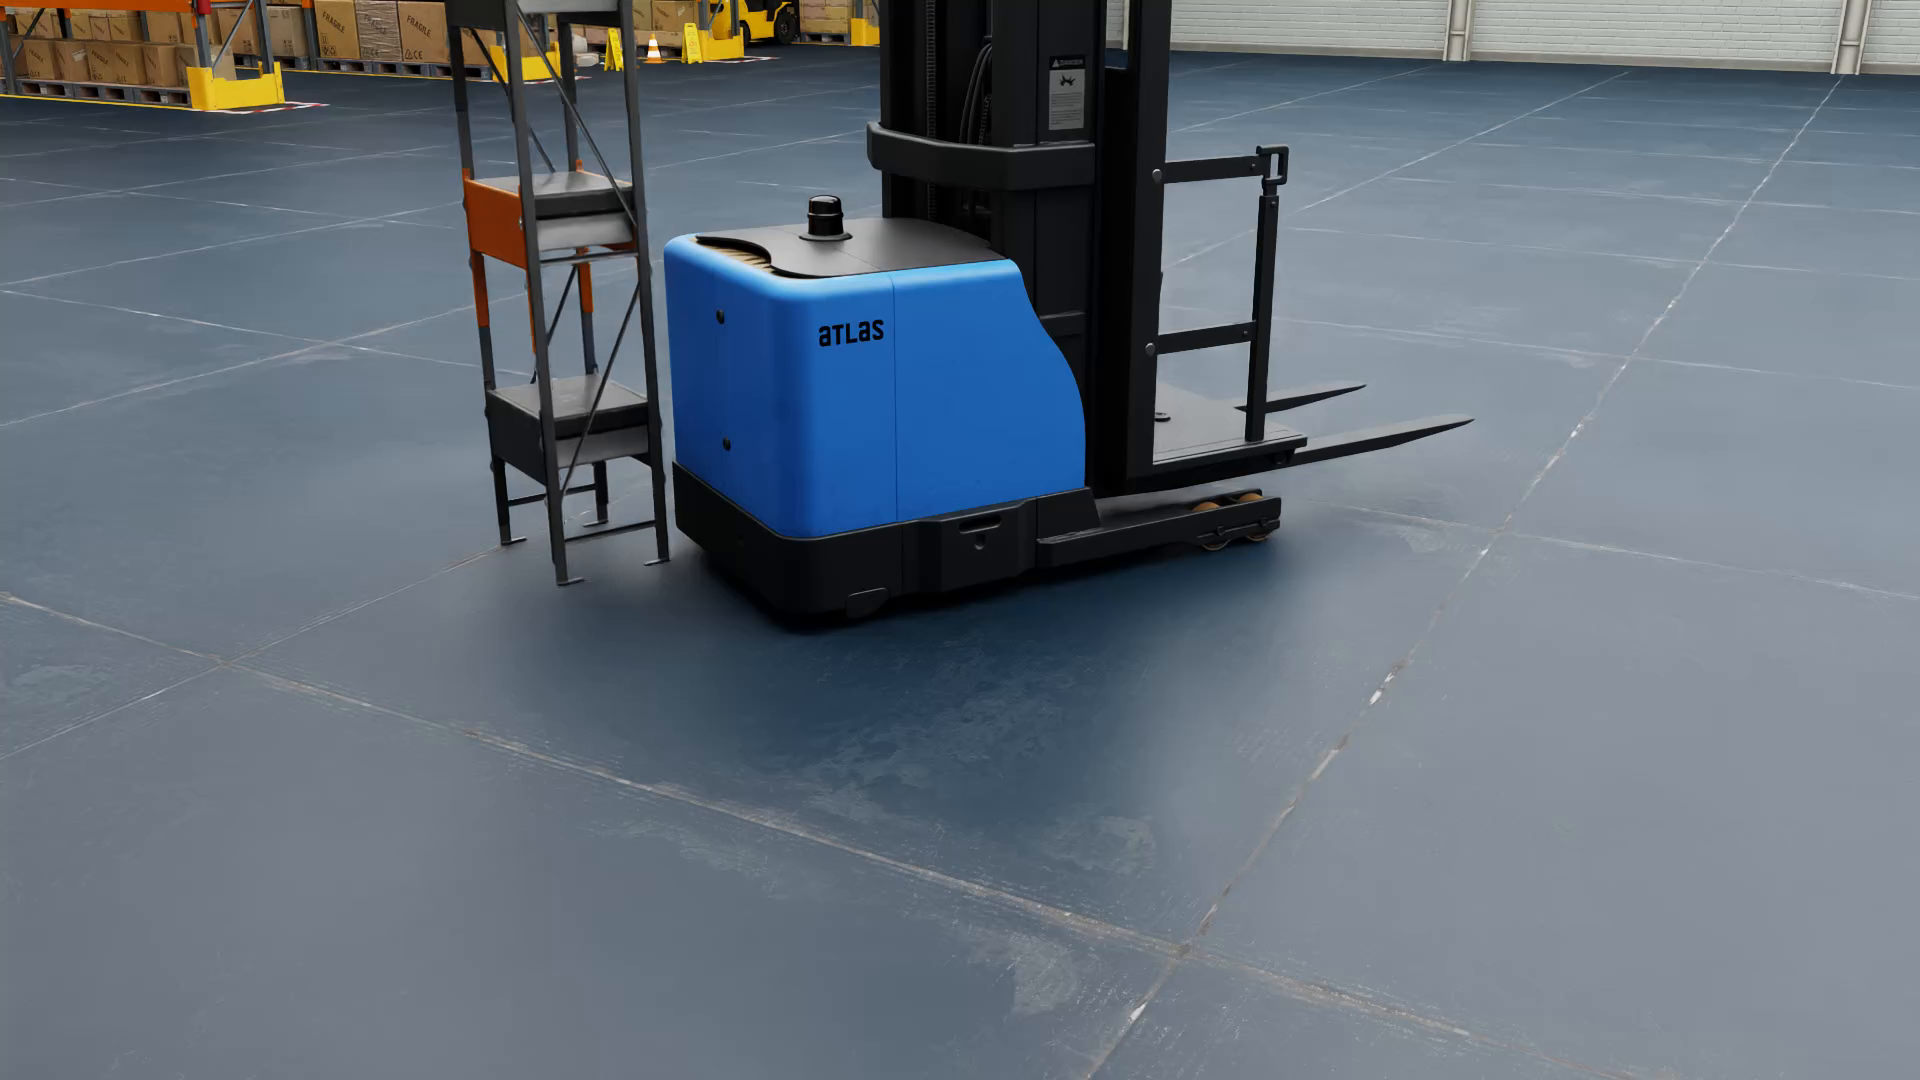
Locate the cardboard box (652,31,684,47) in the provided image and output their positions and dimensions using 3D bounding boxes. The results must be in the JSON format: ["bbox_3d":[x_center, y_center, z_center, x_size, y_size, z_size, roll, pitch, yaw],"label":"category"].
[{"bbox_3d":[-5.027,-8.776,29.078,0.500,0.250,0.500,11,23,27],"label":"cardboard box"}]

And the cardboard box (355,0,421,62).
[{"bbox_3d":[-8.683,-7.912,25.779,0.875,0.875,0.875,11,23,28],"label":"cardboard box"}]

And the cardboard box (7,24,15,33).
[{"bbox_3d":[-17.401,-9.273,30.159,0.250,0.149,0.380,11,23,28],"label":"cardboard box"}]

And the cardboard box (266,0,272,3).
[{"bbox_3d":[-14.065,-10.928,34.093,0.875,0.875,0.875,12,23,29],"label":"cardboard box"}]

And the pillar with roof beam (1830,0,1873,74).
[{"bbox_3d":[11.695,-10.221,20.845,0.400,9.000,9.100,11,23,27],"label":"pillar with roof beam"}]

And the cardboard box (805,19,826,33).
[{"bbox_3d":[-2.745,-10.266,33.184,0.500,0.250,0.500,11,23,27],"label":"cardboard box"}]

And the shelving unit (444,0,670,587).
[{"bbox_3d":[-1.301,-0.942,5.381,0.431,2.100,0.503,-14,24,-33],"label":"shelving unit"}]

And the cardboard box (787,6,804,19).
[{"bbox_3d":[-3.223,-10.586,33.332,0.500,0.250,0.500,10,22,26],"label":"cardboard box"}]

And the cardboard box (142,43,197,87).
[{"bbox_3d":[-10.078,-6.083,21.287,0.500,0.500,0.500,18,27,41],"label":"cardboard box"}]

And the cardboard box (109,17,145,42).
[{"bbox_3d":[-14.181,-8.707,28.520,0.500,0.500,0.500,11,23,27],"label":"cardboard box"}]

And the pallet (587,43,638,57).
[{"bbox_3d":[-5.988,-8.864,29.992,1.213,0.211,1.003,11,23,27],"label":"pallet"}]

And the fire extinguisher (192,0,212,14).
[{"bbox_3d":[-9.127,-6.671,19.969,0.183,0.674,0.296,11,23,27],"label":"fire extinguisher"}]

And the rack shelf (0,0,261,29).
[{"bbox_3d":[-10.748,-6.858,21.426,4.000,0.370,1.077,11,23,27],"label":"rack shelf"}]

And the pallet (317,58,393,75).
[{"bbox_3d":[-9.361,-7.527,26.307,1.213,0.211,1.003,11,23,27],"label":"pallet"}]

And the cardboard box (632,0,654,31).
[{"bbox_3d":[-5.453,-9.212,29.179,0.500,0.500,0.500,12,23,29],"label":"cardboard box"}]

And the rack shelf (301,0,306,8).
[{"bbox_3d":[-11.733,-8.983,27.284,4.000,0.370,1.077,11,23,27],"label":"rack shelf"}]

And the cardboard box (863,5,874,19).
[{"bbox_3d":[-2.061,-10.571,33.293,0.500,0.250,0.500,11,23,28],"label":"cardboard box"}]

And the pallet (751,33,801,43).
[{"bbox_3d":[-3.501,-10.299,33.947,1.213,0.211,1.003,11,23,27],"label":"pallet"}]

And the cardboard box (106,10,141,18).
[{"bbox_3d":[-14.204,-9.064,28.403,0.500,0.250,0.500,10,22,26],"label":"cardboard box"}]

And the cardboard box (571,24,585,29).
[{"bbox_3d":[-6.805,-9.472,29.895,0.500,0.500,0.500,12,23,29],"label":"cardboard box"}]

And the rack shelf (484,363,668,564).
[{"bbox_3d":[-1.298,-0.271,5.623,0.431,0.518,0.480,-14,24,-33],"label":"rack shelf"}]

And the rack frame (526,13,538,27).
[{"bbox_3d":[-7.661,-10.479,30.353,0.127,3.000,1.000,11,23,27],"label":"rack frame"}]

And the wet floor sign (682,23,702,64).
[{"bbox_3d":[-4.525,-8.356,27.956,0.267,0.644,0.232,-16,26,-38],"label":"wet floor sign"}]

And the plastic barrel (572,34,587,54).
[{"bbox_3d":[-6.711,-8.495,28.663,0.512,0.421,0.421,-7,21,-20],"label":"plastic barrel"}]

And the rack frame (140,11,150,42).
[{"bbox_3d":[-13.479,-9.653,28.078,0.127,3.000,1.000,11,23,27],"label":"rack frame"}]

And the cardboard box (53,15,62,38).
[{"bbox_3d":[-15.529,-8.968,29.240,0.500,0.500,0.500,11,23,28],"label":"cardboard box"}]

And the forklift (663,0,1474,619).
[{"bbox_3d":[0.543,-1.485,5.660,3.031,2.935,1.130,-11,23,-28],"label":"forklift"}]

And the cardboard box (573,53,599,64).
[{"bbox_3d":[-6.298,-8.090,27.948,0.380,0.149,0.250,-11,23,-29],"label":"cardboard box"}]

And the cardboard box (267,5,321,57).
[{"bbox_3d":[-10.573,-8.204,26.767,0.750,0.750,1.050,11,23,27],"label":"cardboard box"}]

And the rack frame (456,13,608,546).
[{"bbox_3d":[-1.444,-1.009,5.566,0.400,2.100,0.015,-14,24,-33],"label":"rack frame"}]

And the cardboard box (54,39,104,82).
[{"bbox_3d":[-11.661,-6.379,22.102,0.500,0.500,0.500,-17,26,-39],"label":"cardboard box"}]

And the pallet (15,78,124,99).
[{"bbox_3d":[-11.891,-6.116,22.417,1.213,0.211,1.003,11,23,27],"label":"pallet"}]

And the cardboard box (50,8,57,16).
[{"bbox_3d":[-15.546,-9.318,29.104,0.500,0.250,0.500,12,23,29],"label":"cardboard box"}]

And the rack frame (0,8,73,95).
[{"bbox_3d":[-12.494,-7.528,22.220,0.127,3.000,1.000,11,23,27],"label":"rack frame"}]

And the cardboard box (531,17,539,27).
[{"bbox_3d":[-8.120,-9.527,30.968,0.625,0.372,0.950,11,23,28],"label":"cardboard box"}]

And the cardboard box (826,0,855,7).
[{"bbox_3d":[-2.306,-10.650,32.777,0.500,0.250,0.500,12,23,29],"label":"cardboard box"}]

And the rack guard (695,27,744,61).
[{"bbox_3d":[-4.235,-8.651,28.981,0.348,0.500,1.175,11,23,27],"label":"rack guard"}]

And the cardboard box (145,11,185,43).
[{"bbox_3d":[-12.991,-8.665,28.037,0.750,0.750,1.050,10,22,27],"label":"cardboard box"}]

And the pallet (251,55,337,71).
[{"bbox_3d":[-10.697,-7.783,27.012,1.213,0.211,1.003,11,23,27],"label":"pallet"}]

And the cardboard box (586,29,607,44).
[{"bbox_3d":[-6.342,-9.032,29.782,0.500,0.250,0.500,10,22,27],"label":"cardboard box"}]
